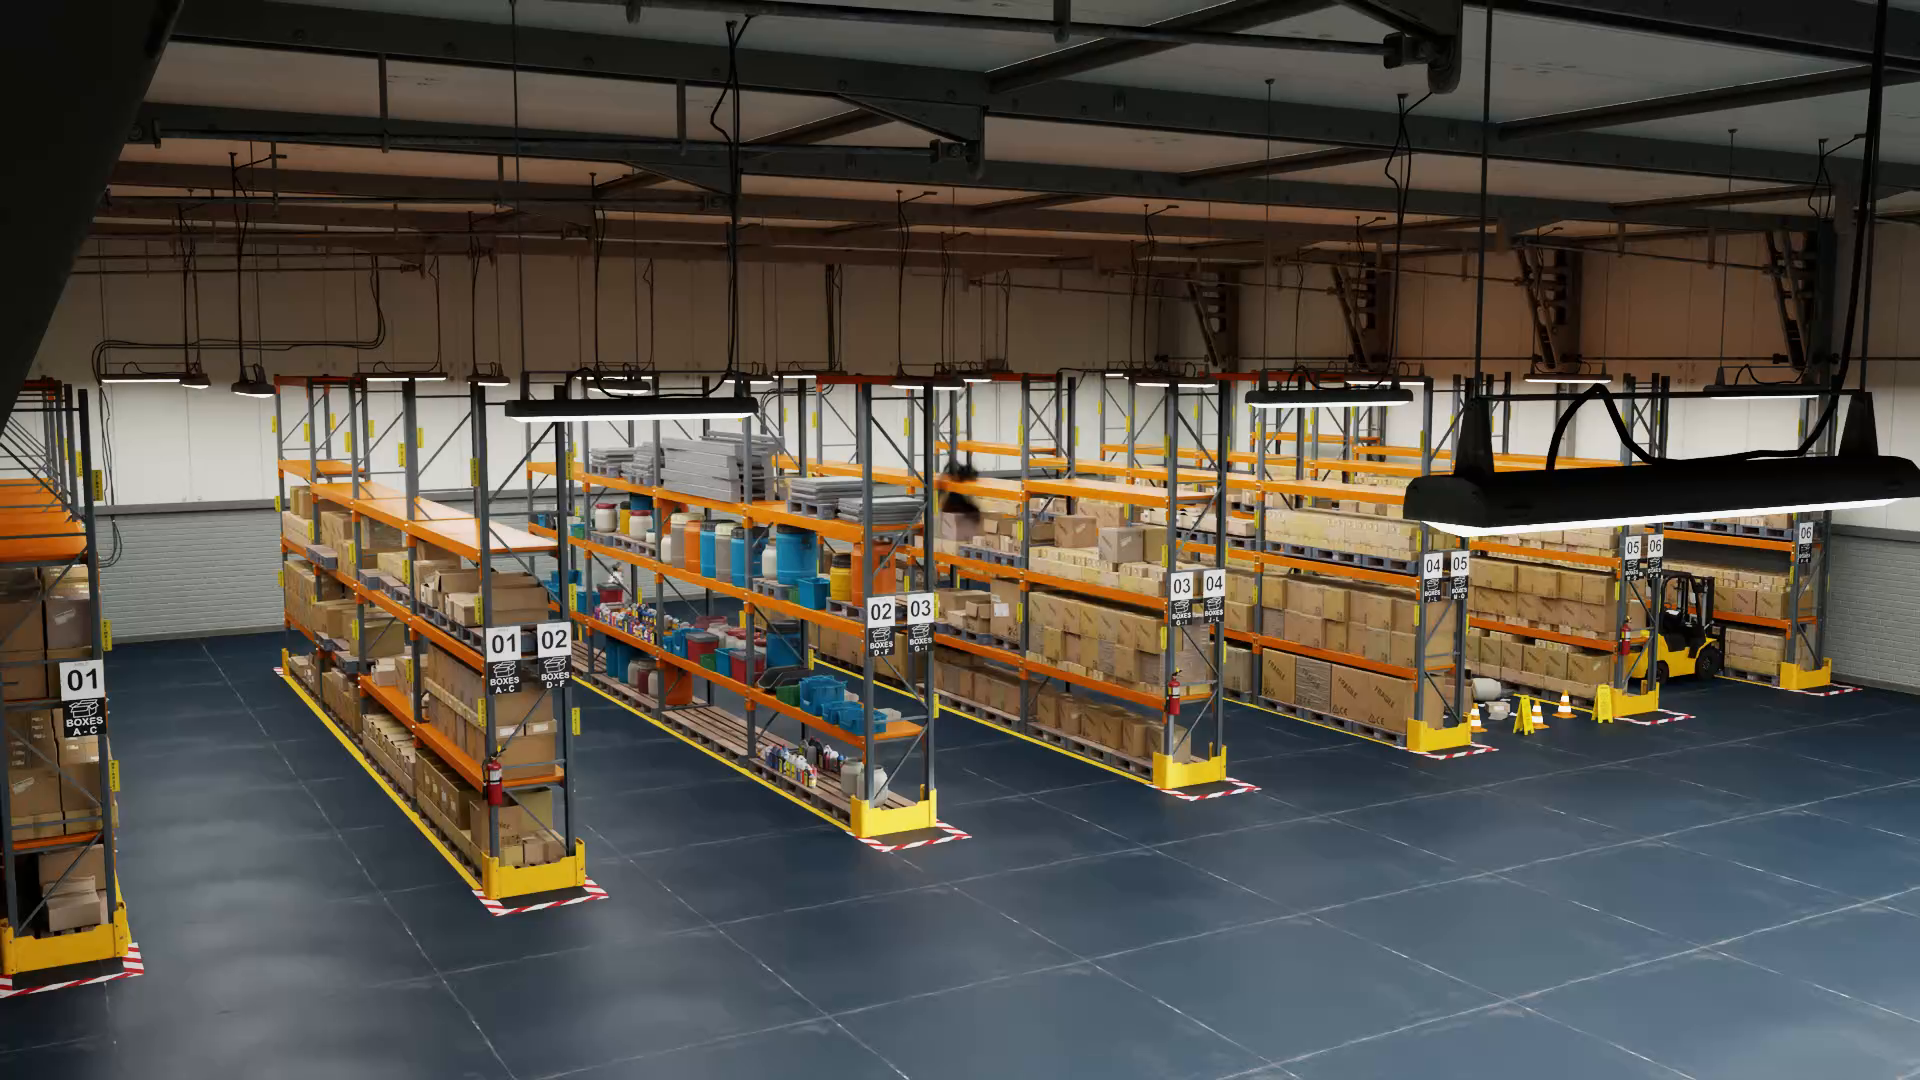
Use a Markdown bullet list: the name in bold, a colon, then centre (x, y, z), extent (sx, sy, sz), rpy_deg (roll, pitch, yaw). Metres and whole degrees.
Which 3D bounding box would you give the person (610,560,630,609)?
- **person**: centre (-7.915, 1.294, 38.556), extent (0.536, 1.652, 0.620), rpy_deg (-2, 7, -20)
